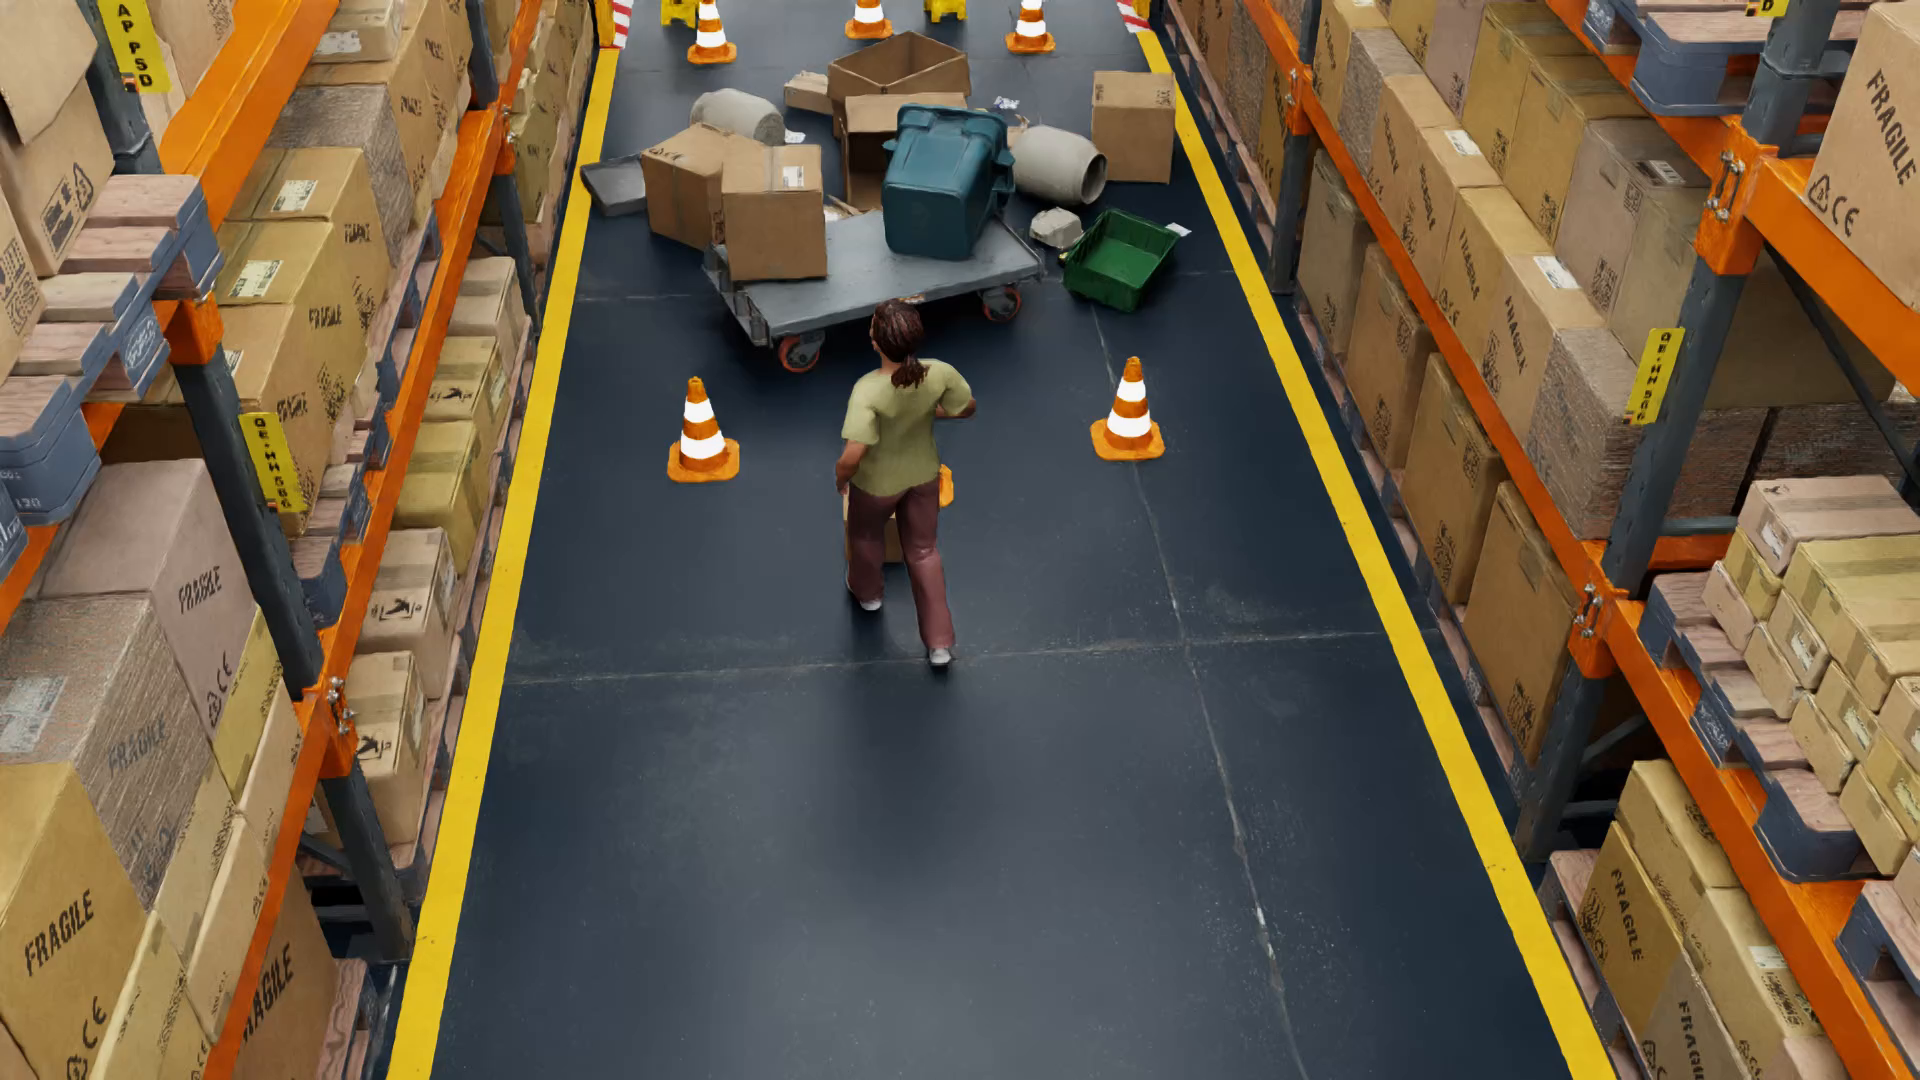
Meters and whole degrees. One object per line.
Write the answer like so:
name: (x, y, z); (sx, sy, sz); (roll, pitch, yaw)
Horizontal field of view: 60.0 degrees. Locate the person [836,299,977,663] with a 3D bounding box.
person: (-0.291, -0.294, 6.495); (0.620, 1.652, 0.761); (-18, 42, -20)
